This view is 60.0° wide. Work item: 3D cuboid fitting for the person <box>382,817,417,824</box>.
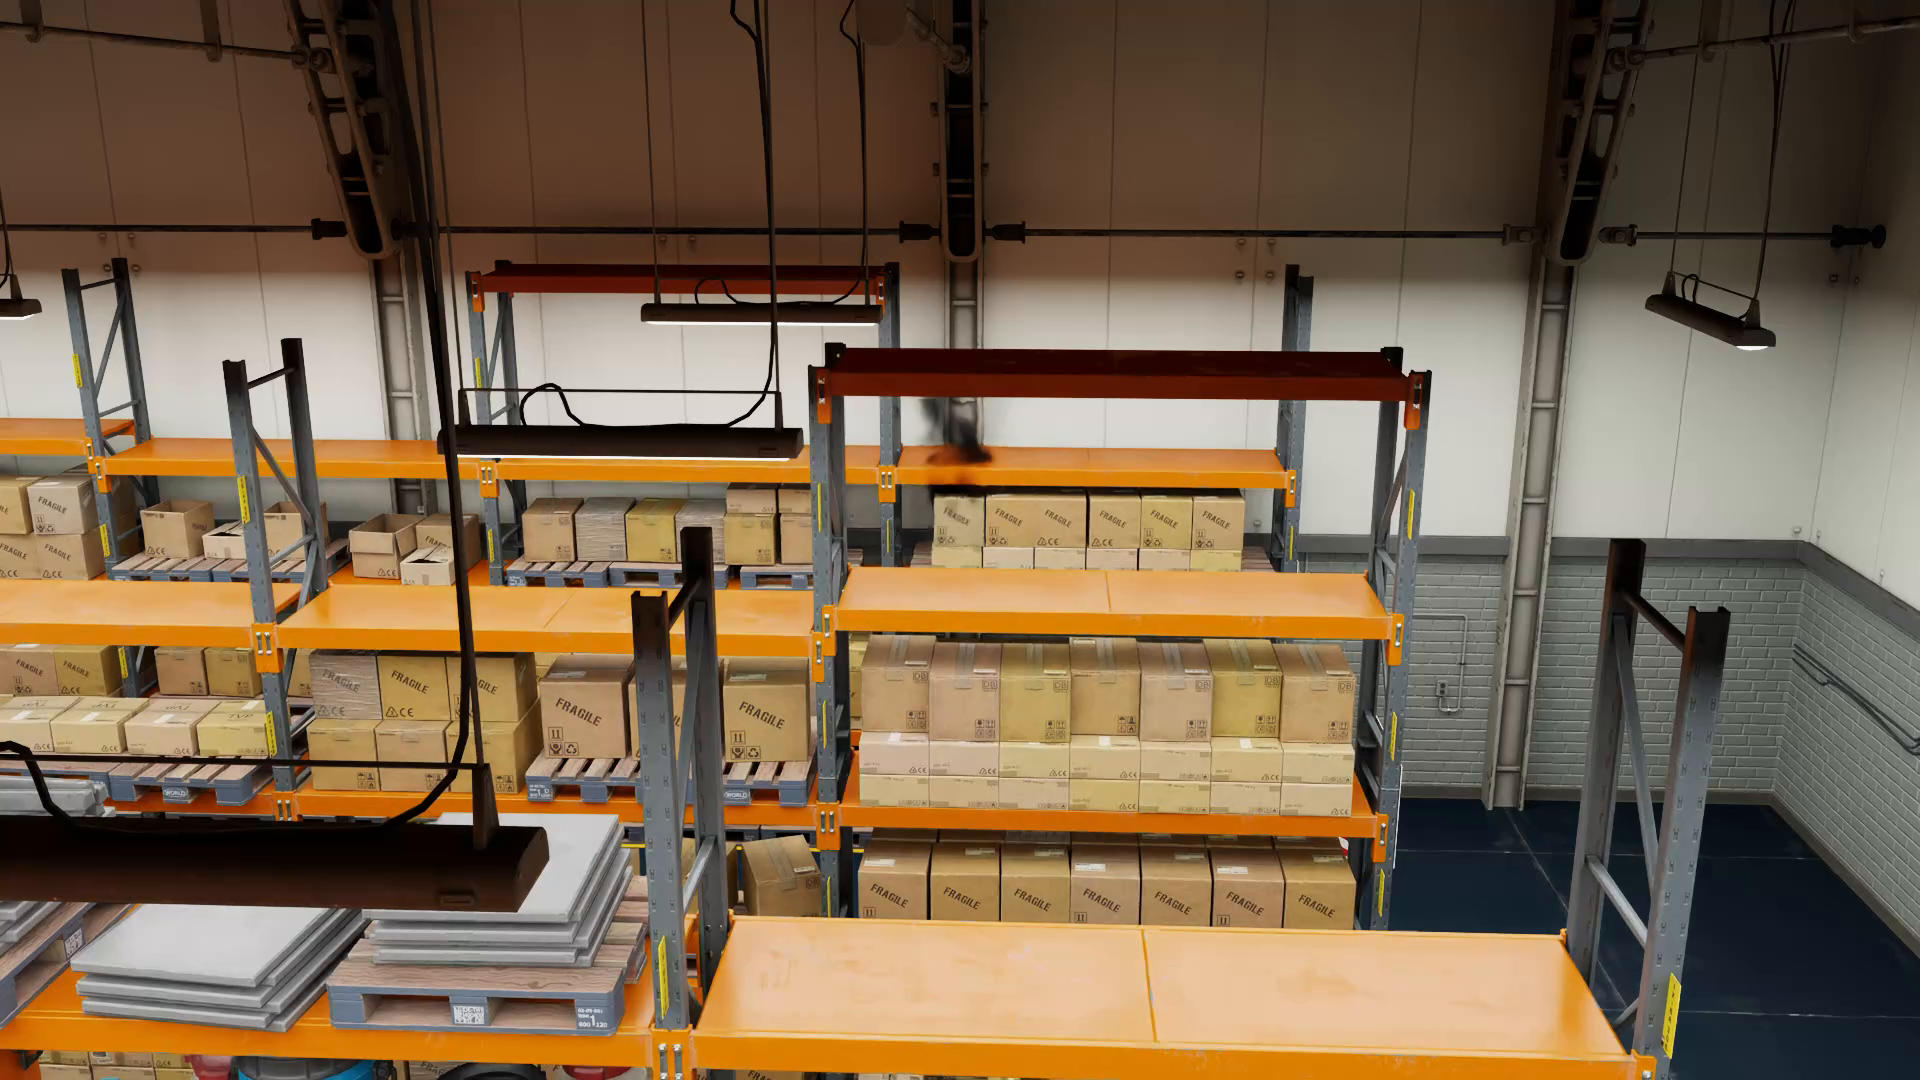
[{"bbox_3d":[-4.998,3.112,14.810,0.579,1.723,0.698,1,16,3],"label":"person"}]
